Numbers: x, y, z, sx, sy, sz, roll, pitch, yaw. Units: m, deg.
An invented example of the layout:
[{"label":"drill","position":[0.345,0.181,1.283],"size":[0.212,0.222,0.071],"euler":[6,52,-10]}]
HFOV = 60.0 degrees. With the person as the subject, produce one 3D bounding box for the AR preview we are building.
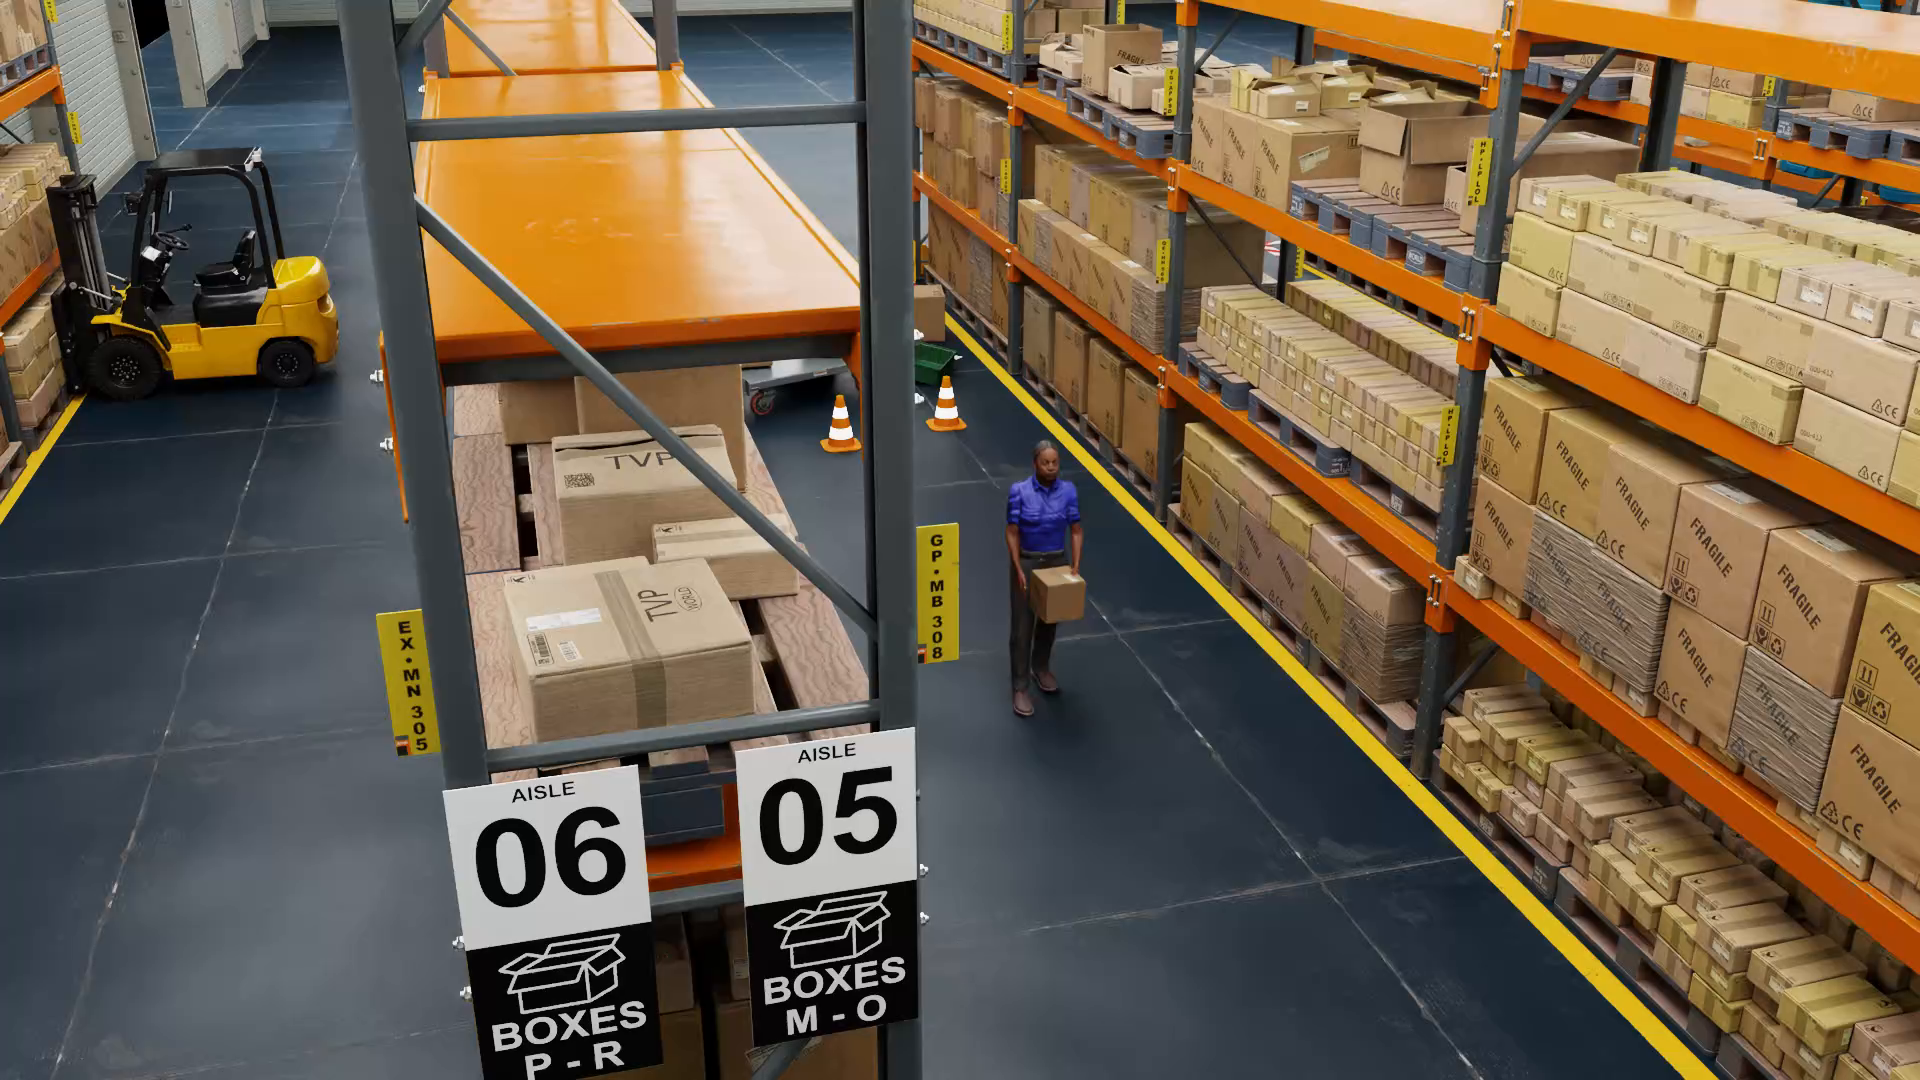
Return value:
[{"label":"person","position":[0.526,0.206,10.145],"size":[0.479,1.652,0.571],"euler":[-5,24,-12]}]
